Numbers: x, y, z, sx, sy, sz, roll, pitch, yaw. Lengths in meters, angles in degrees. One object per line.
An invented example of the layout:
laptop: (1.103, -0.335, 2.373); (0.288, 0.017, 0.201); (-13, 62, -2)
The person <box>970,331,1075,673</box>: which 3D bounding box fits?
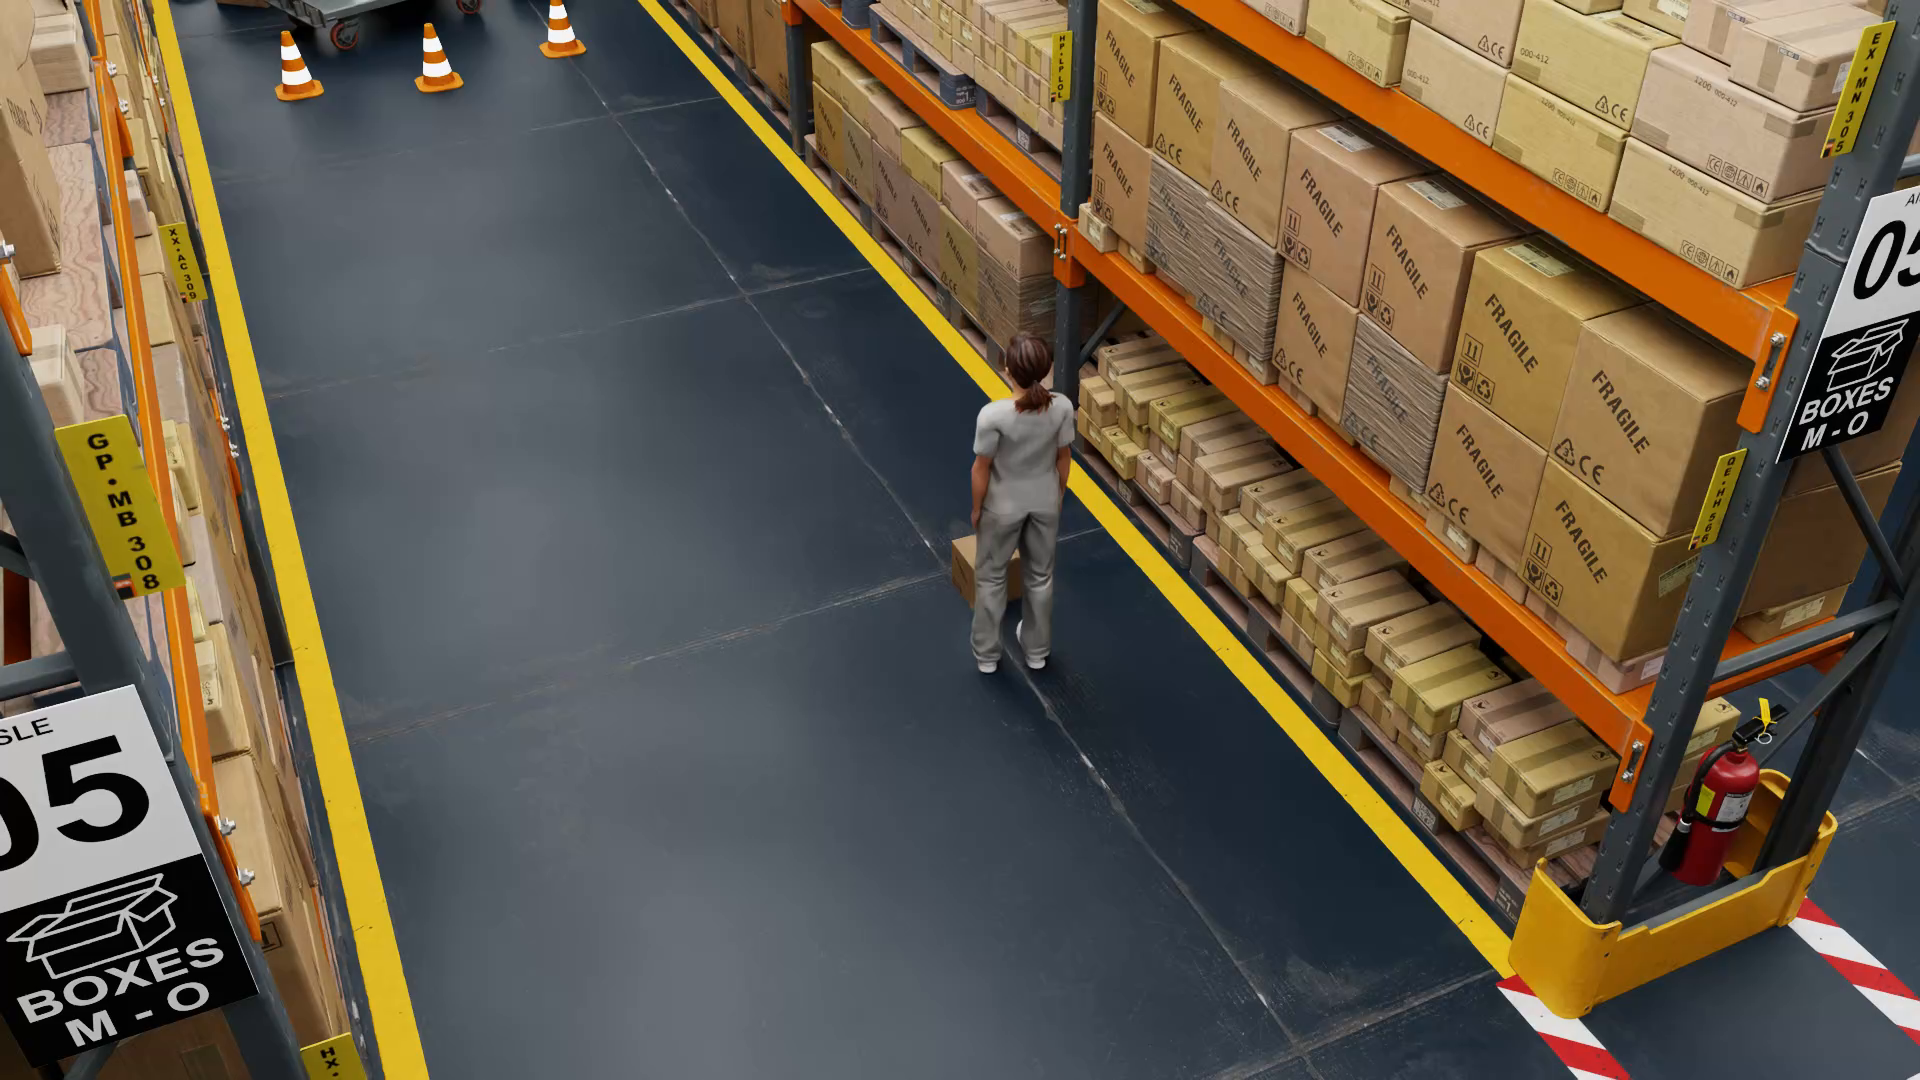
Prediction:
person: (0.252, -0.151, 7.051); (0.438, 1.671, 0.385); (-9, 38, -12)
